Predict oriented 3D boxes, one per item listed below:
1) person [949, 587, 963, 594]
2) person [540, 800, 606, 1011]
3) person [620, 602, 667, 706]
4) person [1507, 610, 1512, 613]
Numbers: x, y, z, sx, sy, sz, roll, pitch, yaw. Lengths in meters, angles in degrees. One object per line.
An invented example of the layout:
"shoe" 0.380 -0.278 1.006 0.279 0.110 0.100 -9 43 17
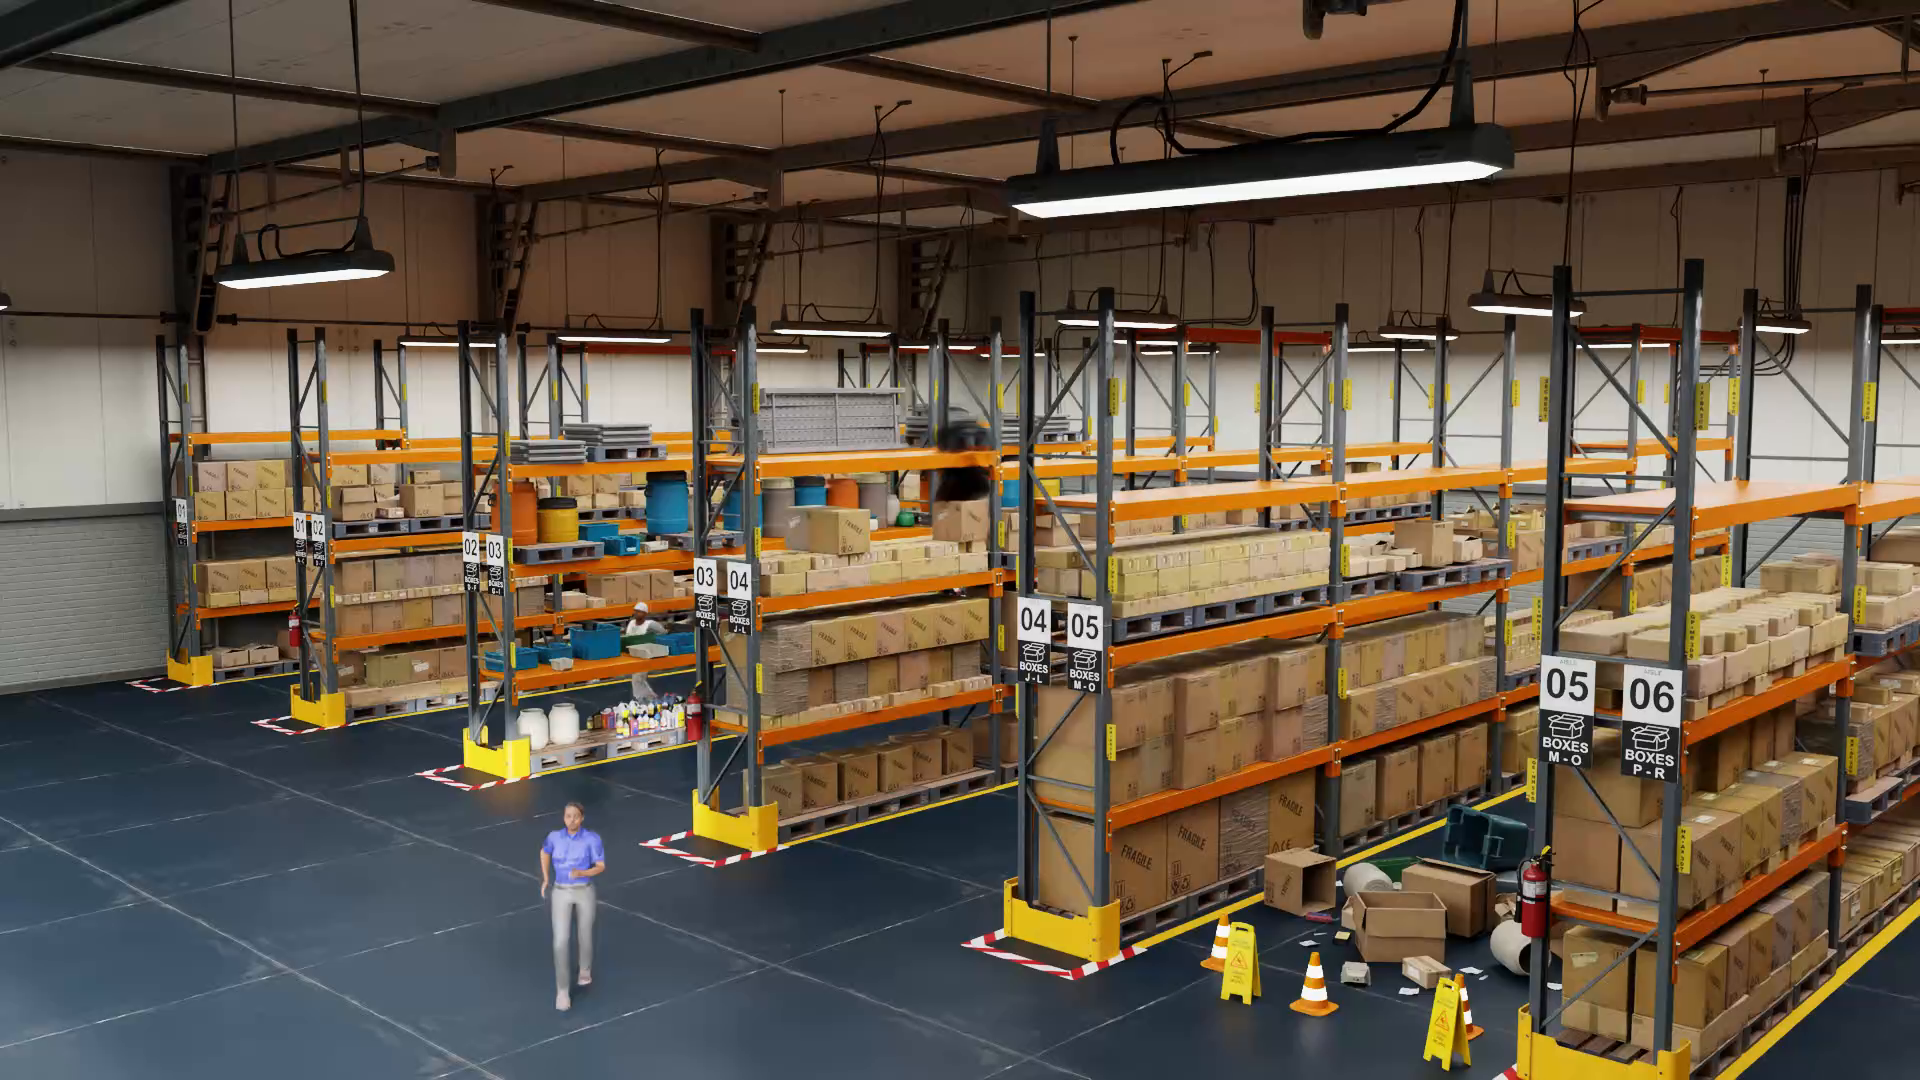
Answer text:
"person" 0.004 1.213 32.758 0.692 1.737 0.655 3 6 27
"person" -3.248 3.037 13.966 0.544 1.717 0.756 -1 5 -11
"person" -4.899 1.868 25.537 0.657 1.835 0.763 4 7 39
"person" 8.699 1.909 26.225 0.846 1.632 0.547 -4 7 -39
